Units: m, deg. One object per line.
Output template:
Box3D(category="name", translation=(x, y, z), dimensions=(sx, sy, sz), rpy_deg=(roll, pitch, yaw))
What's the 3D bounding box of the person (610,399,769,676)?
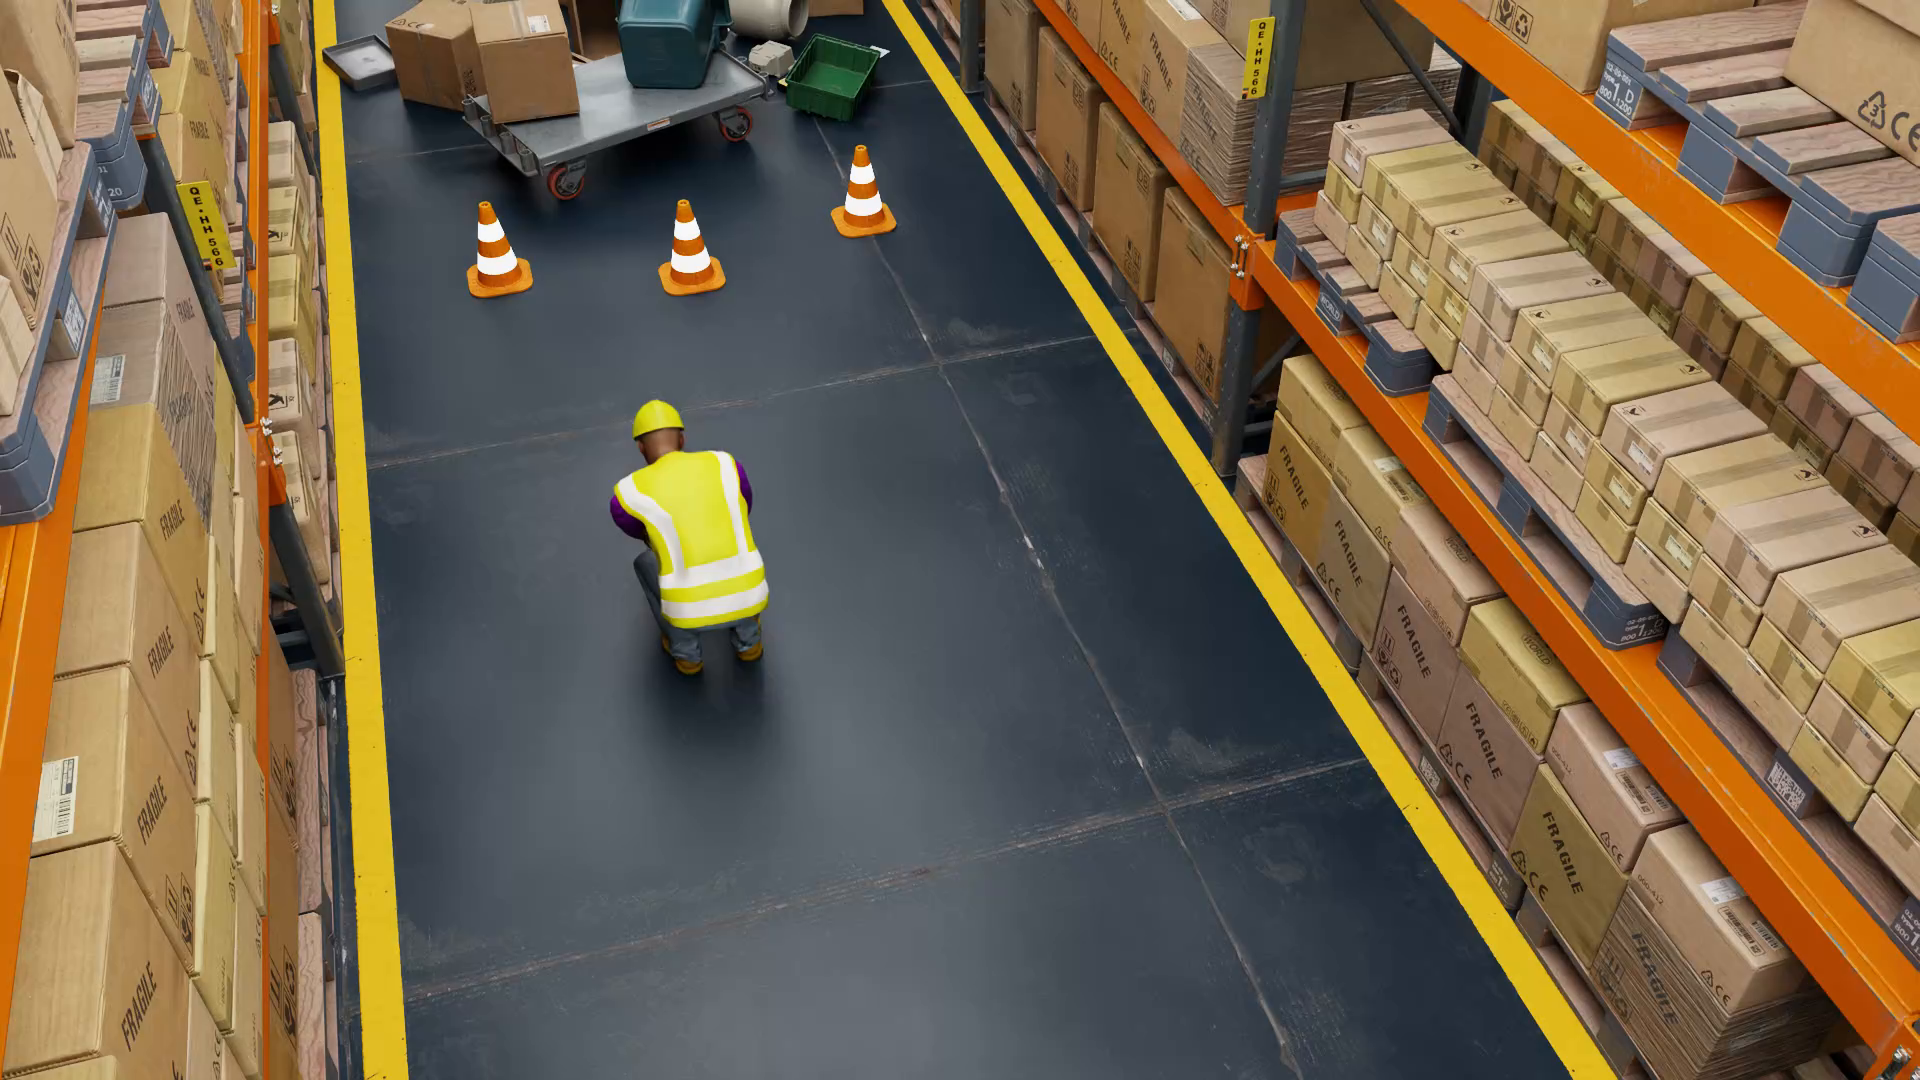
Box3D(category="person", translation=(-1.094, -0.016, 6.740), dimensions=(0.584, 0.998, 0.889), rpy_deg=(-12, 43, -13))
